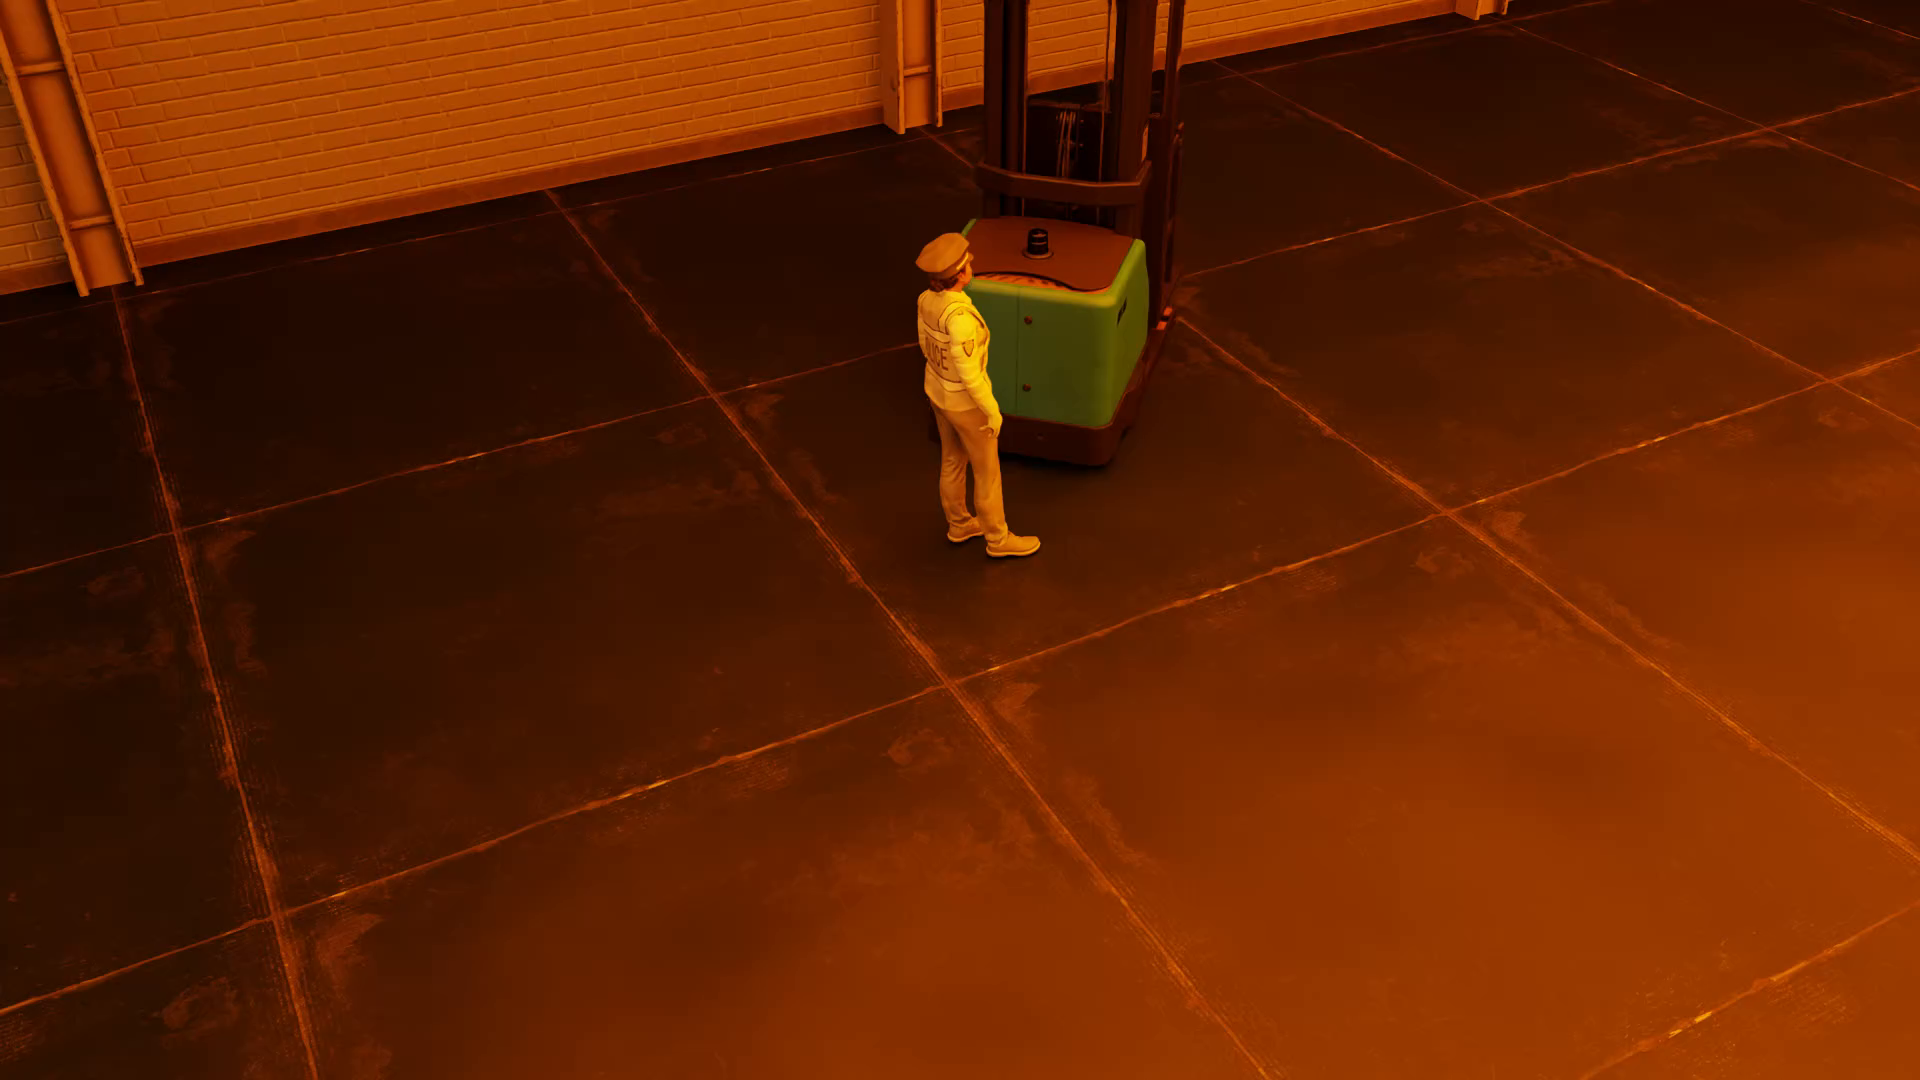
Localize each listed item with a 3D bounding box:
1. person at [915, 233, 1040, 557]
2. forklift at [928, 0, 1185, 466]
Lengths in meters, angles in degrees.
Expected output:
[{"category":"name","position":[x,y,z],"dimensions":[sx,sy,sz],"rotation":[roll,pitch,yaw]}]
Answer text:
[{"category":"person","position":[0.067,-0.715,8.197],"dimensions":[0.517,1.692,0.595],"rotation":[-17,39,-23]},{"category":"forklift","position":[0.741,-2.452,9.591],"dimensions":[1.130,2.935,3.031],"rotation":[10,36,14]}]
